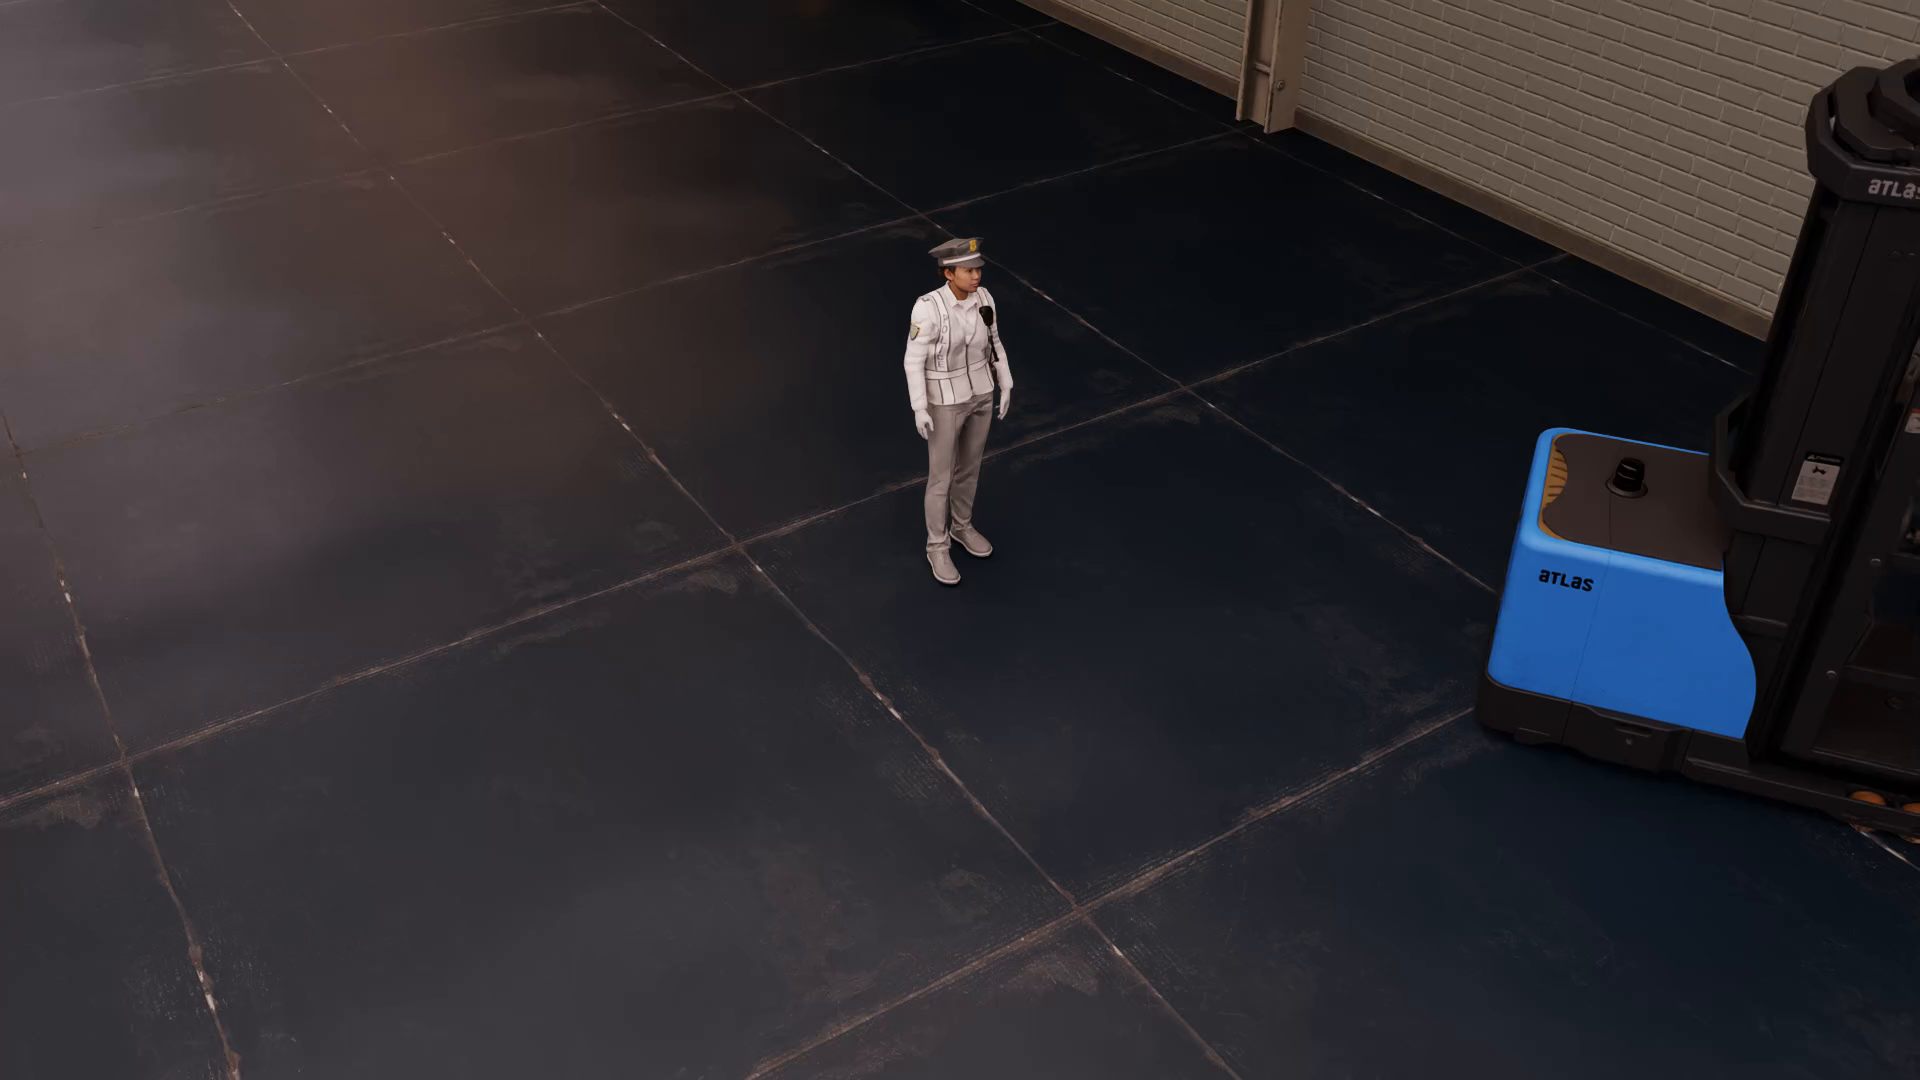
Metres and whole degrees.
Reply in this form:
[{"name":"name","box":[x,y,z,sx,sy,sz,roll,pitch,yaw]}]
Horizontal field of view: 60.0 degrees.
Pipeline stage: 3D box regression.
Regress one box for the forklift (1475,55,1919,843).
[{"name":"forklift","box":[3.883,-0.289,6.558,3.031,2.935,1.130,13,37,17]}]

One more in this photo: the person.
[{"name":"person","box":[0.032,-0.664,8.156,0.588,1.695,0.531,-21,40,-27]}]
